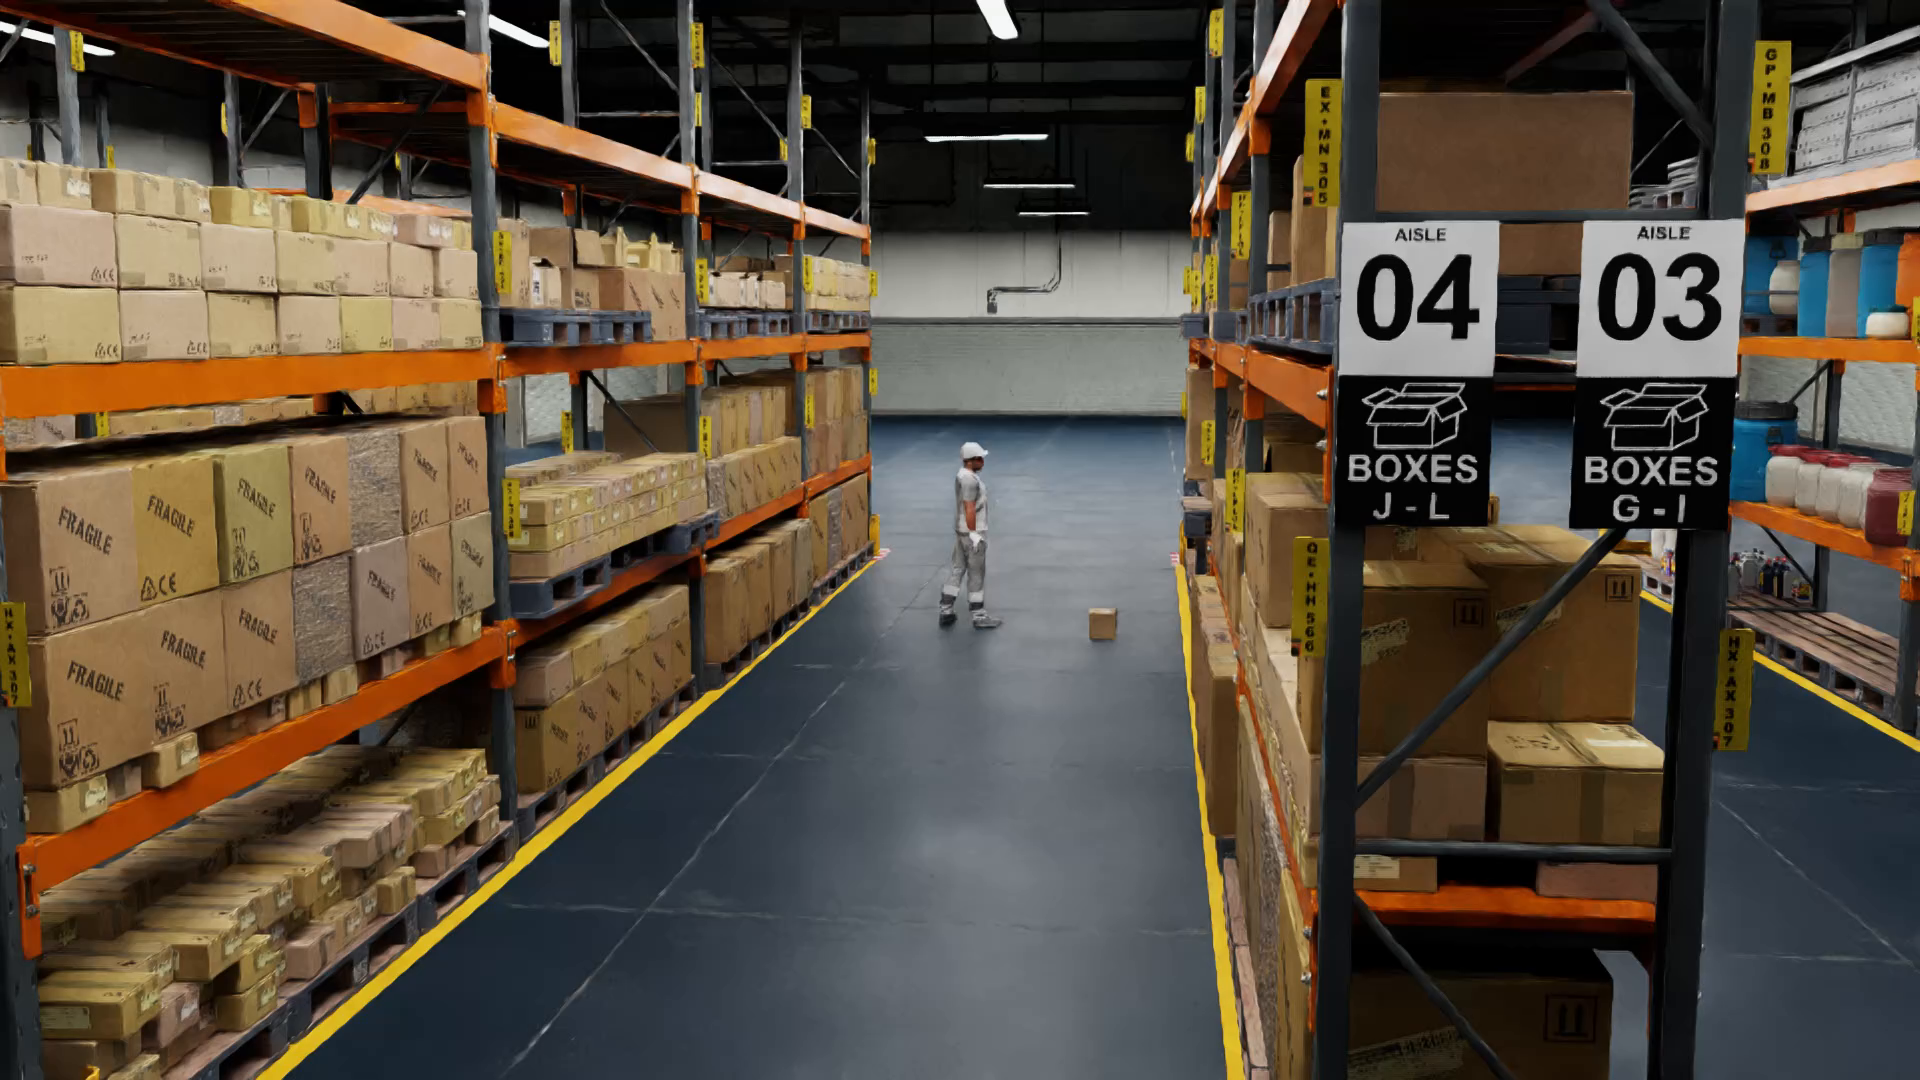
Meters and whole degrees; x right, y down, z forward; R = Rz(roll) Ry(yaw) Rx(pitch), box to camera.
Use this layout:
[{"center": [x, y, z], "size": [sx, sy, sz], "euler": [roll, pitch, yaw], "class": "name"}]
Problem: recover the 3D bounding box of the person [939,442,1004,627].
[{"center": [0.112, -0.058, 16.135], "size": [0.574, 1.793, 0.735], "euler": [-2, 8, -13], "class": "person"}]
